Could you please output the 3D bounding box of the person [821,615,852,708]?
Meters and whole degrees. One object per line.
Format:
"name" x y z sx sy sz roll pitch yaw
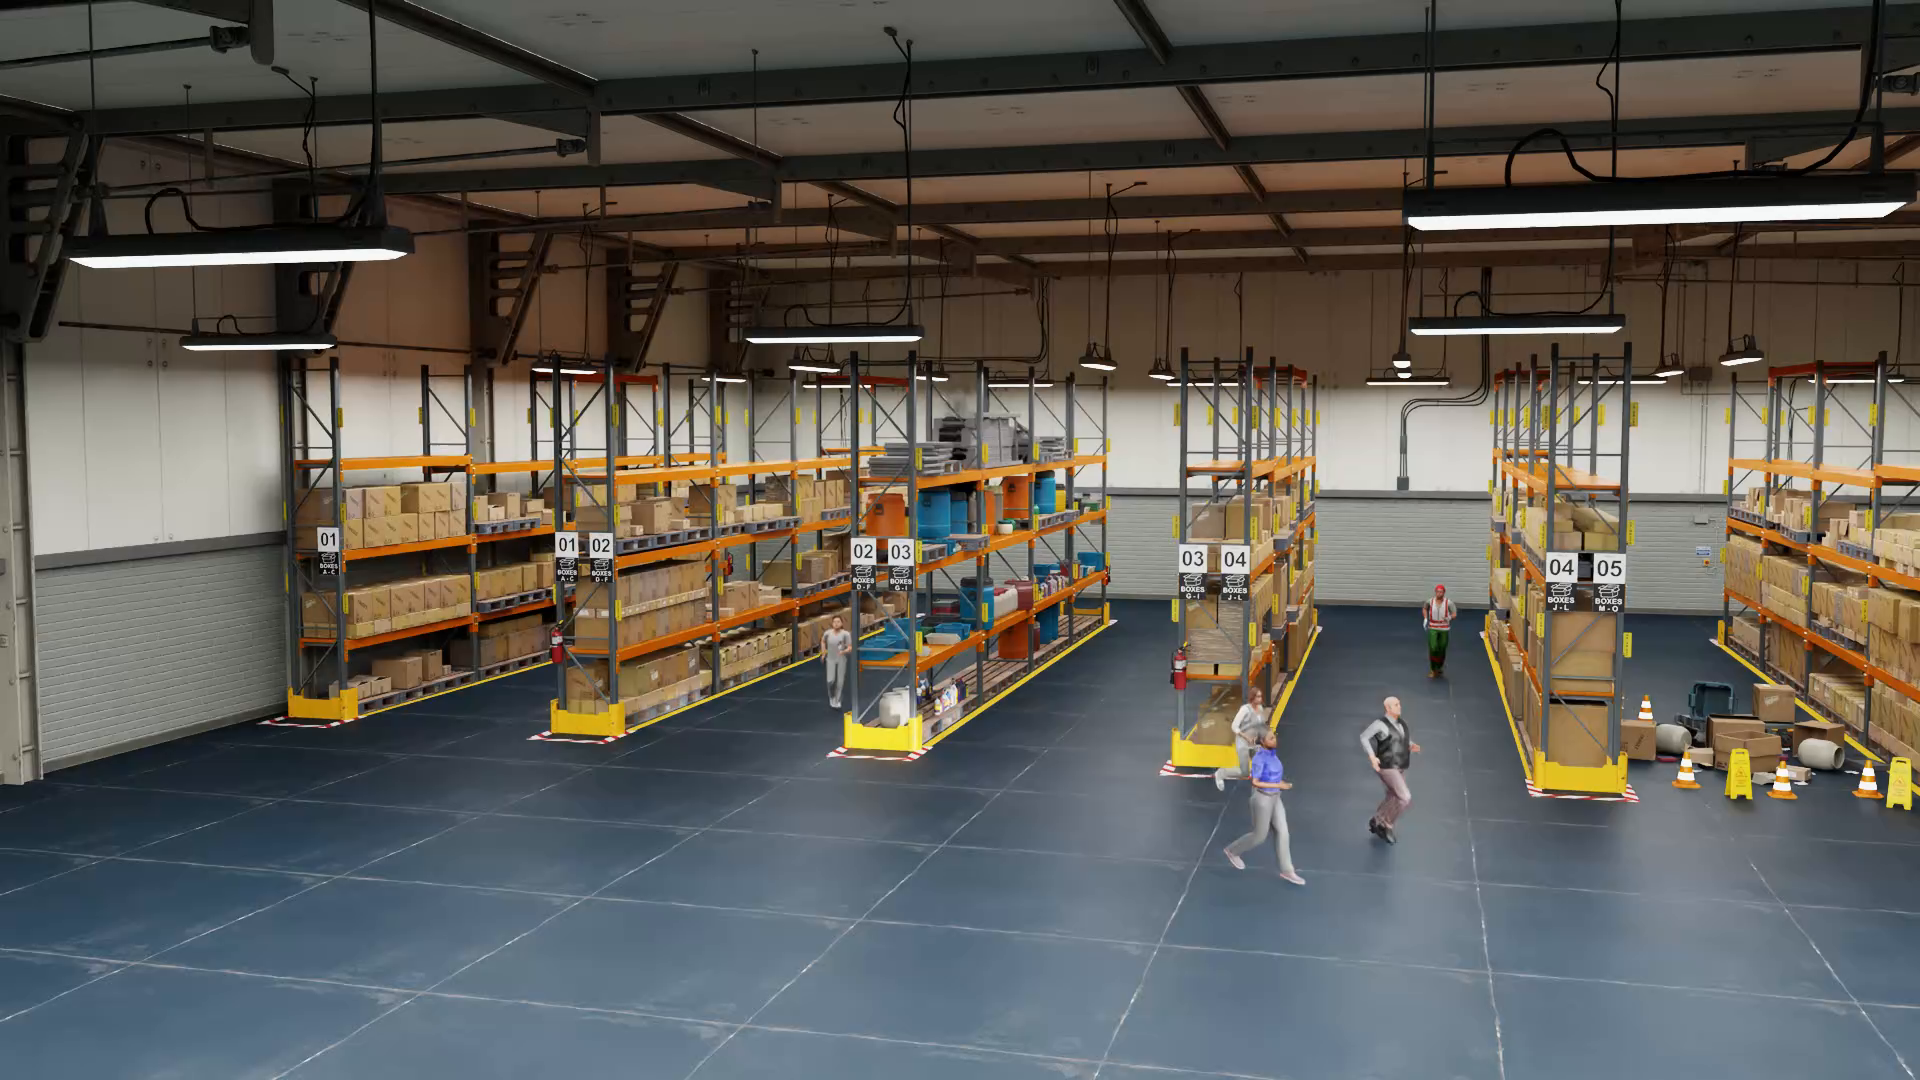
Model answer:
"person" -2.118 2.089 28.404 0.536 1.621 0.702 0 4 -1

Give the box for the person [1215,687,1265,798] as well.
"person" 3.699 2.662 21.445 0.558 1.561 0.825 -4 6 -42

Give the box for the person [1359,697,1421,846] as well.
"person" 5.097 2.712 19.563 0.630 1.730 0.703 -4 6 -42

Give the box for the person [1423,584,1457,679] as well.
"person" 9.268 1.764 32.133 0.637 1.834 0.663 1 4 14

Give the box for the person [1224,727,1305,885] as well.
"person" 3.296 2.891 17.947 0.924 1.563 0.579 3 5 38
